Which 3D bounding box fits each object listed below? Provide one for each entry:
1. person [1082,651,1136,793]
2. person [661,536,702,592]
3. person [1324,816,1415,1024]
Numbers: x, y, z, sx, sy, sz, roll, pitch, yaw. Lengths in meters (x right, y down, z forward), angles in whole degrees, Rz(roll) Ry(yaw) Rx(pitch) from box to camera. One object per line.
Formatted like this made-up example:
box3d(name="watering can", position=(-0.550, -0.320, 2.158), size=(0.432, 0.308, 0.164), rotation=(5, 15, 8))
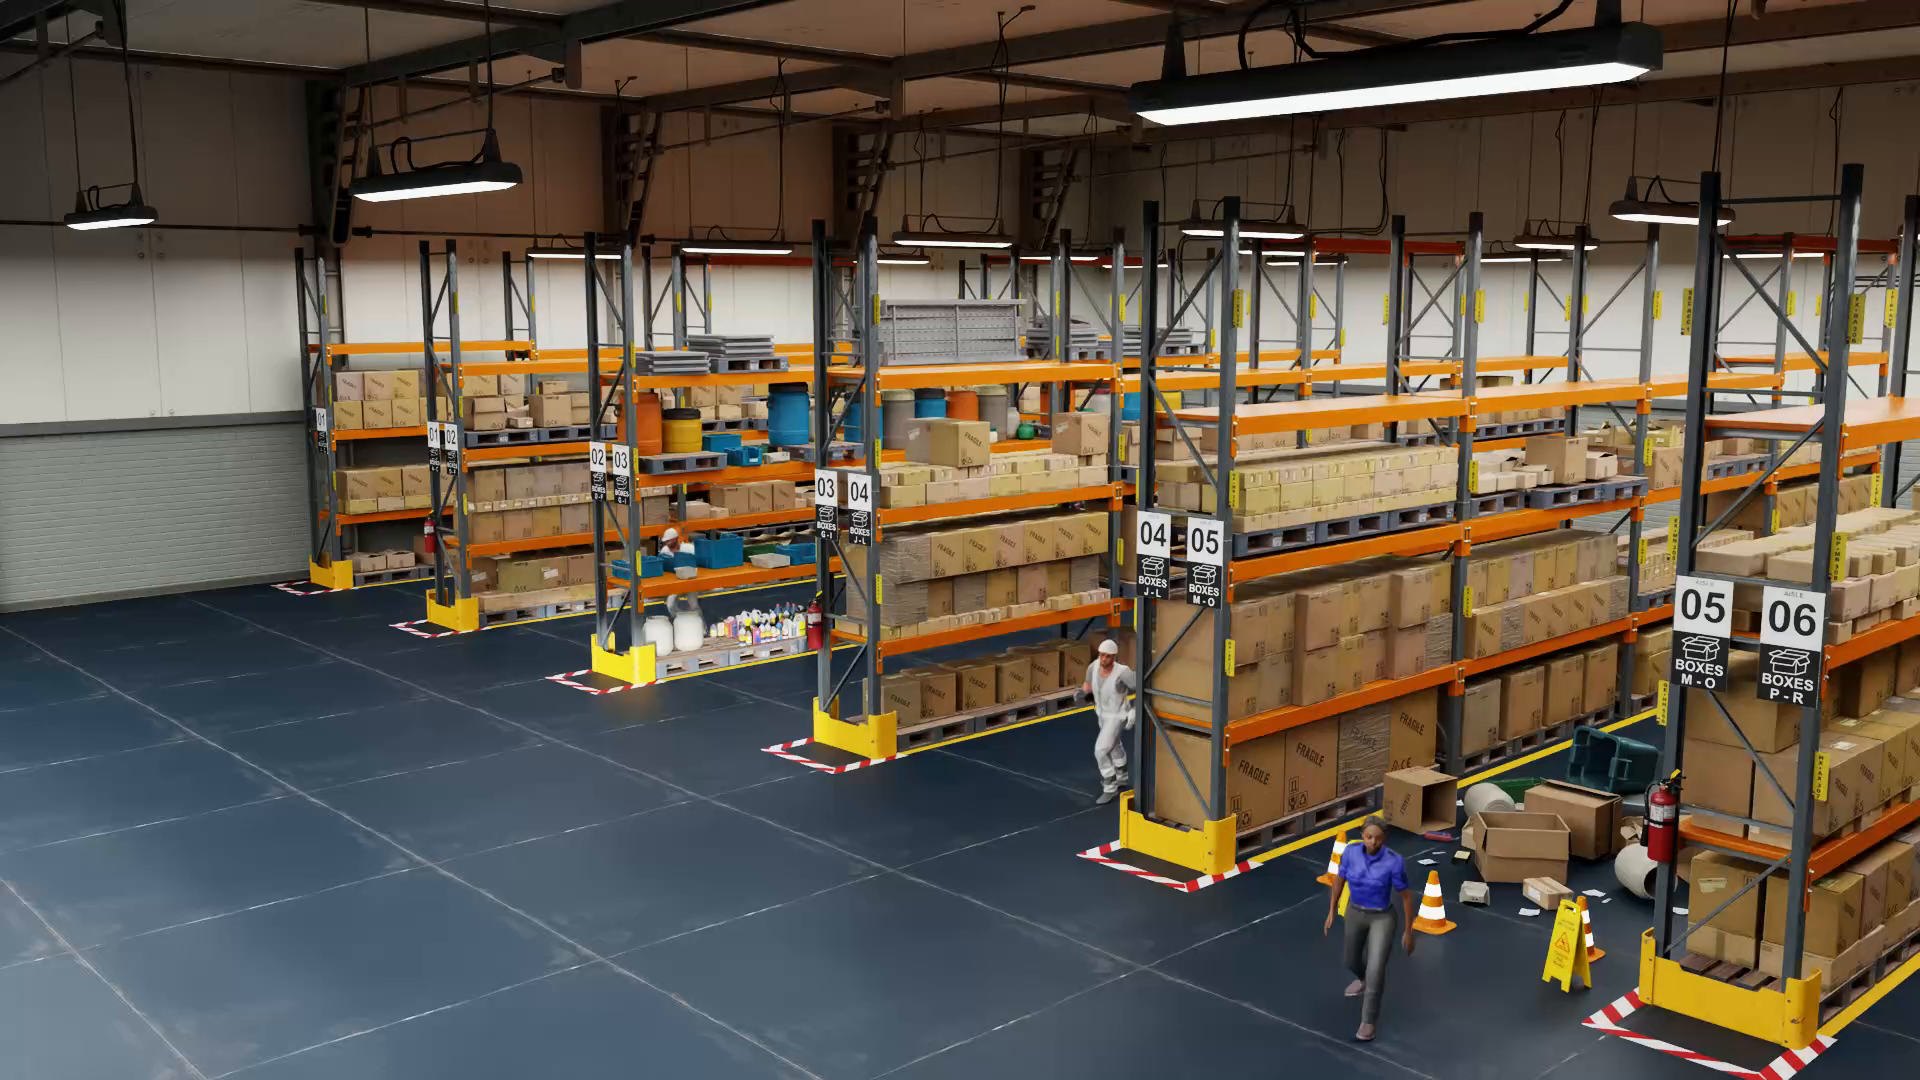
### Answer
box3d(name="person", position=(1.606, 1.812, 17.183), size=(0.696, 1.573, 0.646), rotation=(-5, 10, -31))
box3d(name="person", position=(-4.219, 0.322, 25.208), size=(0.707, 0.972, 0.480), rotation=(1, 8, 8))
box3d(name="person", position=(2.978, 2.643, 11.857), size=(0.635, 1.510, 0.729), rotation=(4, 9, 28))
